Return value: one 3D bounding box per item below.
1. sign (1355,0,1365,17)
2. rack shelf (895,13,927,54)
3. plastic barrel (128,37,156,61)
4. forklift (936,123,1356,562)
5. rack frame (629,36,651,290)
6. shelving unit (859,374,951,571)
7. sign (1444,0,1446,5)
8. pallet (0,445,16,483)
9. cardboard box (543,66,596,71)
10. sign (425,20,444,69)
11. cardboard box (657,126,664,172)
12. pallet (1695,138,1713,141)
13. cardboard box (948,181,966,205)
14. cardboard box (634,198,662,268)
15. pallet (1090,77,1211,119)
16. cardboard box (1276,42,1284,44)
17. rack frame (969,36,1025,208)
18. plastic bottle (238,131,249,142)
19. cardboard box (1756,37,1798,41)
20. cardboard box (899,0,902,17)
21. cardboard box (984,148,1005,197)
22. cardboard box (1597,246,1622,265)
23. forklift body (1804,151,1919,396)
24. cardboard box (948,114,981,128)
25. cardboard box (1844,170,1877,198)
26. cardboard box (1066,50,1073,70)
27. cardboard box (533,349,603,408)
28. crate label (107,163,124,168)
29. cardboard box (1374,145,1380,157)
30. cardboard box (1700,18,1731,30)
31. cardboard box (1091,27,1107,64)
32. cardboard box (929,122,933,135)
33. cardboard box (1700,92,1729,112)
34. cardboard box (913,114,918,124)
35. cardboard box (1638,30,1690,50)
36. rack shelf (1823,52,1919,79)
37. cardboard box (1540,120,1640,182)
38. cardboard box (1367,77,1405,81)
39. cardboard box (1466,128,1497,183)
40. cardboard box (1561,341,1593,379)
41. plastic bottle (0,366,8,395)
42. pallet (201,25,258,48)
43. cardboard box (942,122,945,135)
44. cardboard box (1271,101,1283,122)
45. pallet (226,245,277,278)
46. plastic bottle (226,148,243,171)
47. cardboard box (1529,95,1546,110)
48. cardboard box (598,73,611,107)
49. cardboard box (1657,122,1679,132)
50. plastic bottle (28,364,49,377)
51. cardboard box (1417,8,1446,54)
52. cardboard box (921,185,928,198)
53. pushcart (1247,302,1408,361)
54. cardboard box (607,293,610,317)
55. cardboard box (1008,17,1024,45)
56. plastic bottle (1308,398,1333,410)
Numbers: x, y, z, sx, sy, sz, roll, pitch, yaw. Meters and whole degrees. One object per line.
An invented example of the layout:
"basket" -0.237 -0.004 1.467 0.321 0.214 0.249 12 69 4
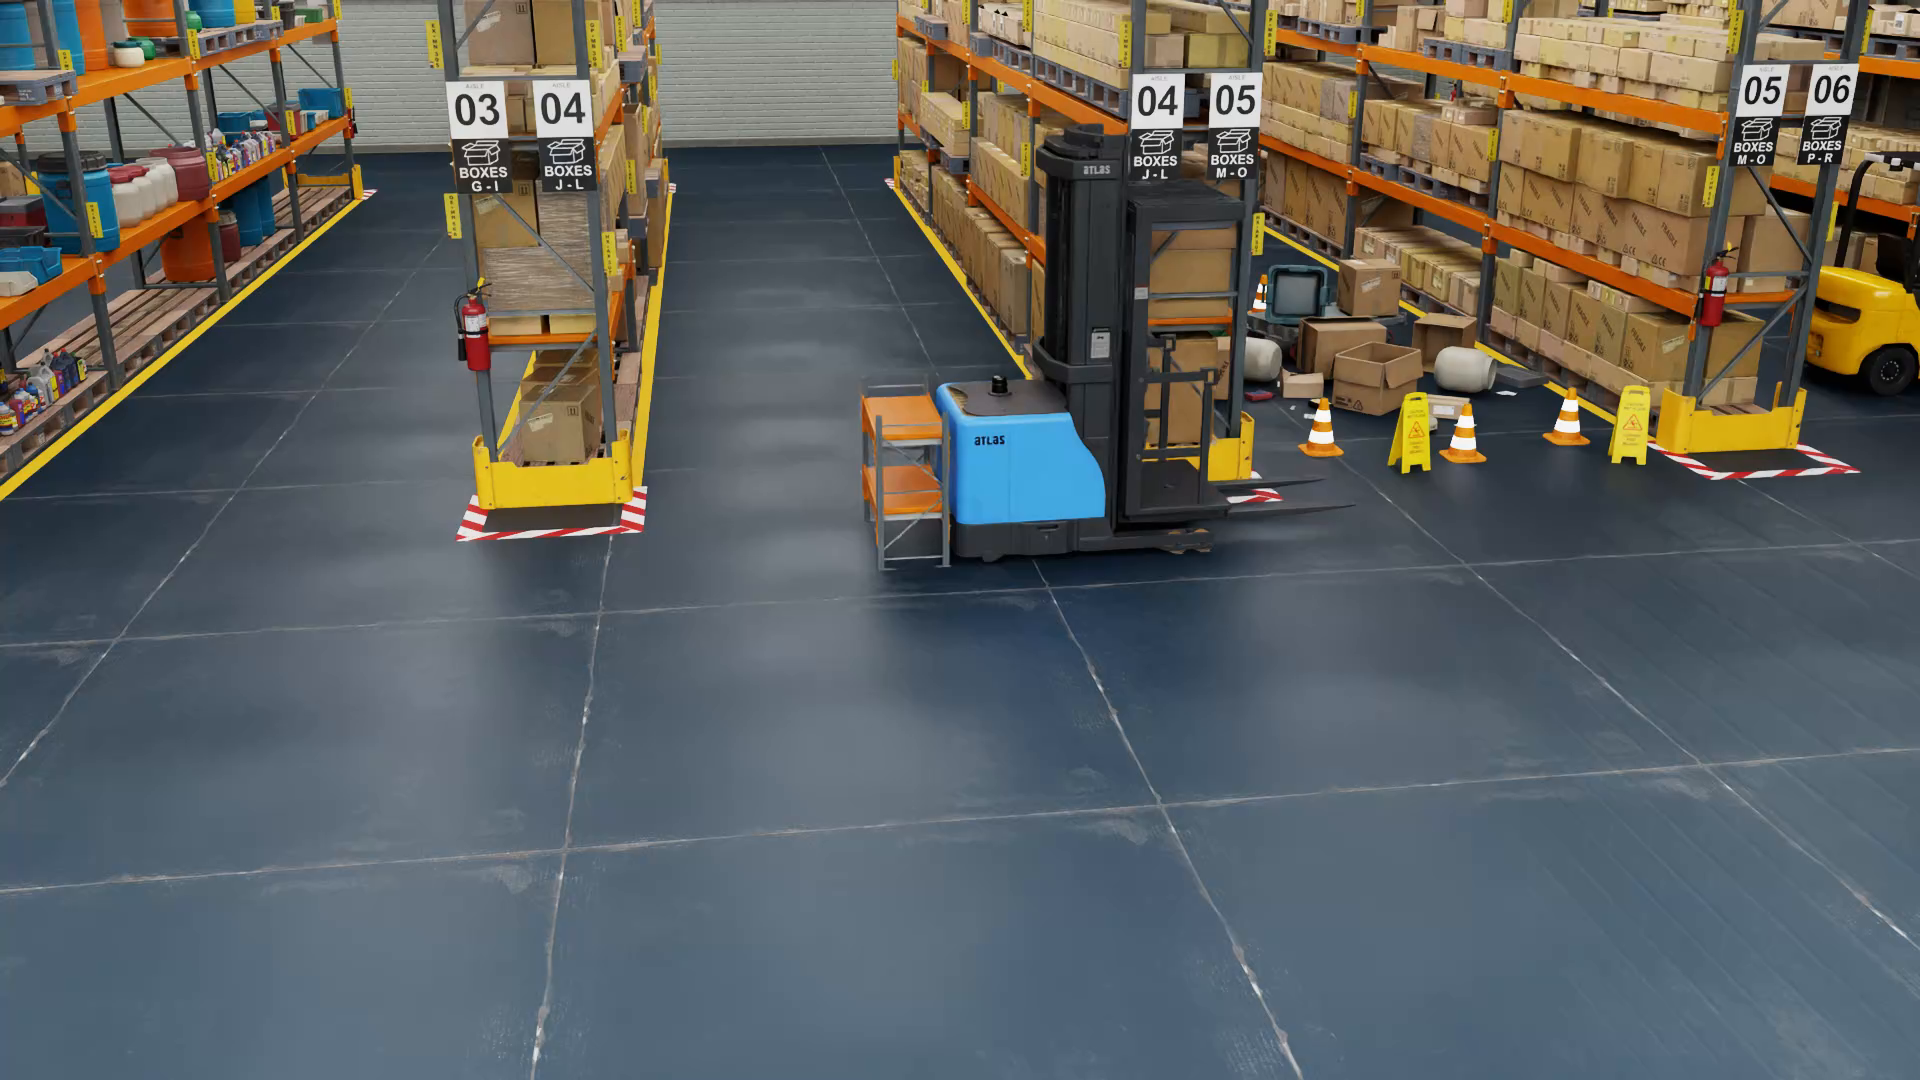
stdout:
"sign" 4.947 -6.630 20.541 0.100 0.325 0.005 -3 21 -8
"rack shelf" -0.251 -7.832 25.639 1.077 0.370 4.000 -3 21 -8
"plastic barrel" -9.124 -5.471 18.511 0.294 0.245 0.294 0 20 0
"forklift" 1.380 -1.449 11.907 3.031 2.935 1.130 -4 21 -9
"rack frame" -4.309 -4.471 19.900 1.000 3.000 0.127 -3 21 -8
"shelving unit" -0.401 -0.505 11.961 0.538 1.125 1.048 -3 21 -8
"sign" 6.035 -6.645 20.694 0.100 0.325 0.005 -3 21 -8
"pallet" -8.226 -0.450 13.121 1.003 0.211 1.213 -3 21 -8
"cardboard box" -3.035 -3.604 12.935 0.380 0.149 0.250 -2 21 -6
"sign" -3.708 -3.500 11.748 0.100 0.325 0.005 -3 21 -8
"cardboard box" -5.291 -6.225 27.032 0.875 0.875 0.875 -3 21 -8
"pallet" 10.242 -5.364 22.564 1.213 0.211 1.003 -3 21 -8
"cardboard box" 0.114 -4.638 22.247 0.500 0.250 0.500 -2 21 -6
"cardboard box" -4.388 -3.912 20.841 1.225 0.875 0.875 -4 21 -10
"pallet" 1.650 -3.536 13.237 1.003 0.211 1.213 -3 21 -8
"cardboard box" 4.899 -7.737 26.145 0.380 0.149 0.250 -3 21 -8
"rack frame" 0.614 -4.686 20.476 1.000 3.000 0.127 -3 21 -8
"plastic bottle" -9.446 -5.210 21.949 0.144 0.351 0.185 -3 21 -8
"cardboard box" 6.749 -4.082 13.790 0.380 0.149 0.250 -3 21 -8
"cardboard box" -0.728 -8.623 26.943 0.500 0.250 0.500 -2 21 -6
"cardboard box" 0.560 -4.213 19.067 0.500 0.500 0.500 -3 21 -8
"cardboard box" 6.132 -2.641 15.360 0.380 0.149 0.250 -3 21 -8
"forklift body" 9.483 -2.620 16.156 2.313 2.155 1.214 -3 21 -8
"cardboard box" 0.056 -5.278 20.968 0.380 0.149 0.250 -3 21 -8
"cardboard box" 10.576 -4.102 19.127 0.500 0.250 0.500 -3 21 -8
"cardboard box" 1.126 -4.162 14.403 0.380 0.149 0.250 -3 21 -7
"cardboard box" -3.421 -1.367 14.561 0.500 0.500 0.500 -1 21 -3
"crate label" -9.335 -3.880 18.267 0.502 0.435 0.616 -3 21 -8
"cardboard box" 5.368 -4.828 20.615 0.380 0.149 0.250 -4 21 -11
"cardboard box" 10.095 -6.723 21.856 0.500 0.250 0.500 -4 21 -10
"cardboard box" 1.349 -3.963 13.298 0.500 0.250 0.500 -3 21 -8
"cardboard box" -0.211 -5.633 22.770 0.380 0.149 0.250 -4 21 -10
"cardboard box" 6.323 -3.598 13.634 0.380 0.149 0.250 -3 21 -8
"cardboard box" -0.532 -6.578 25.901 0.380 0.149 0.250 -3 21 -7
"cardboard box" 6.230 -4.410 14.669 0.380 0.149 0.250 -4 21 -9
"rack shelf" 10.697 -5.598 19.659 1.077 0.370 4.000 -3 21 -8
"cardboard box" 6.021 -3.724 15.903 0.700 0.500 0.500 -3 21 -9
"cardboard box" 5.587 -5.840 21.994 0.500 0.500 0.500 -3 21 -8
"cardboard box" 5.780 -4.117 17.784 0.500 0.500 0.500 -3 21 -9
"cardboard box" 6.120 -1.737 15.908 0.500 0.250 0.500 -4 21 -10
"plastic bottle" -8.785 -1.508 15.124 0.144 0.351 0.185 -3 21 -8
"pallet" -9.411 -6.264 20.683 1.003 0.211 1.213 -3 21 -8
"cardboard box" -0.024 -5.323 21.513 0.380 0.149 0.250 -3 21 -8
"cardboard box" 4.808 -6.174 23.959 0.500 0.250 0.500 -3 21 -7
"pallet" -9.538 -3.607 21.572 1.003 0.211 1.213 -3 21 -8
"plastic bottle" -9.153 -4.809 20.983 0.152 0.276 0.135 -3 21 -8
"cardboard box" 9.431 -7.013 26.496 0.500 0.250 0.500 -3 21 -8
"cardboard box" -3.197 -3.746 13.885 0.500 0.250 0.500 -2 21 -6
"cardboard box" 9.936 -5.698 22.799 0.500 0.250 0.500 -4 21 -10
"plastic bottle" -8.371 -1.475 15.143 0.152 0.276 0.135 -3 21 -8
"cardboard box" 5.746 -5.898 19.285 0.797 0.503 0.637 -3 21 -8
"cardboard box" -0.374 -5.258 25.055 0.380 0.149 0.250 -4 21 -10
"pushcart" 3.825 -2.225 17.634 1.648 0.377 0.936 -11 23 -26
"cardboard box" -2.999 -1.869 13.292 0.380 0.149 0.250 -3 21 -8
"cardboard box" 0.795 -5.296 17.293 0.500 0.250 0.500 -3 21 -8
"plastic bottle" 3.345 -1.269 15.526 0.133 0.061 0.283 -11 23 -26
